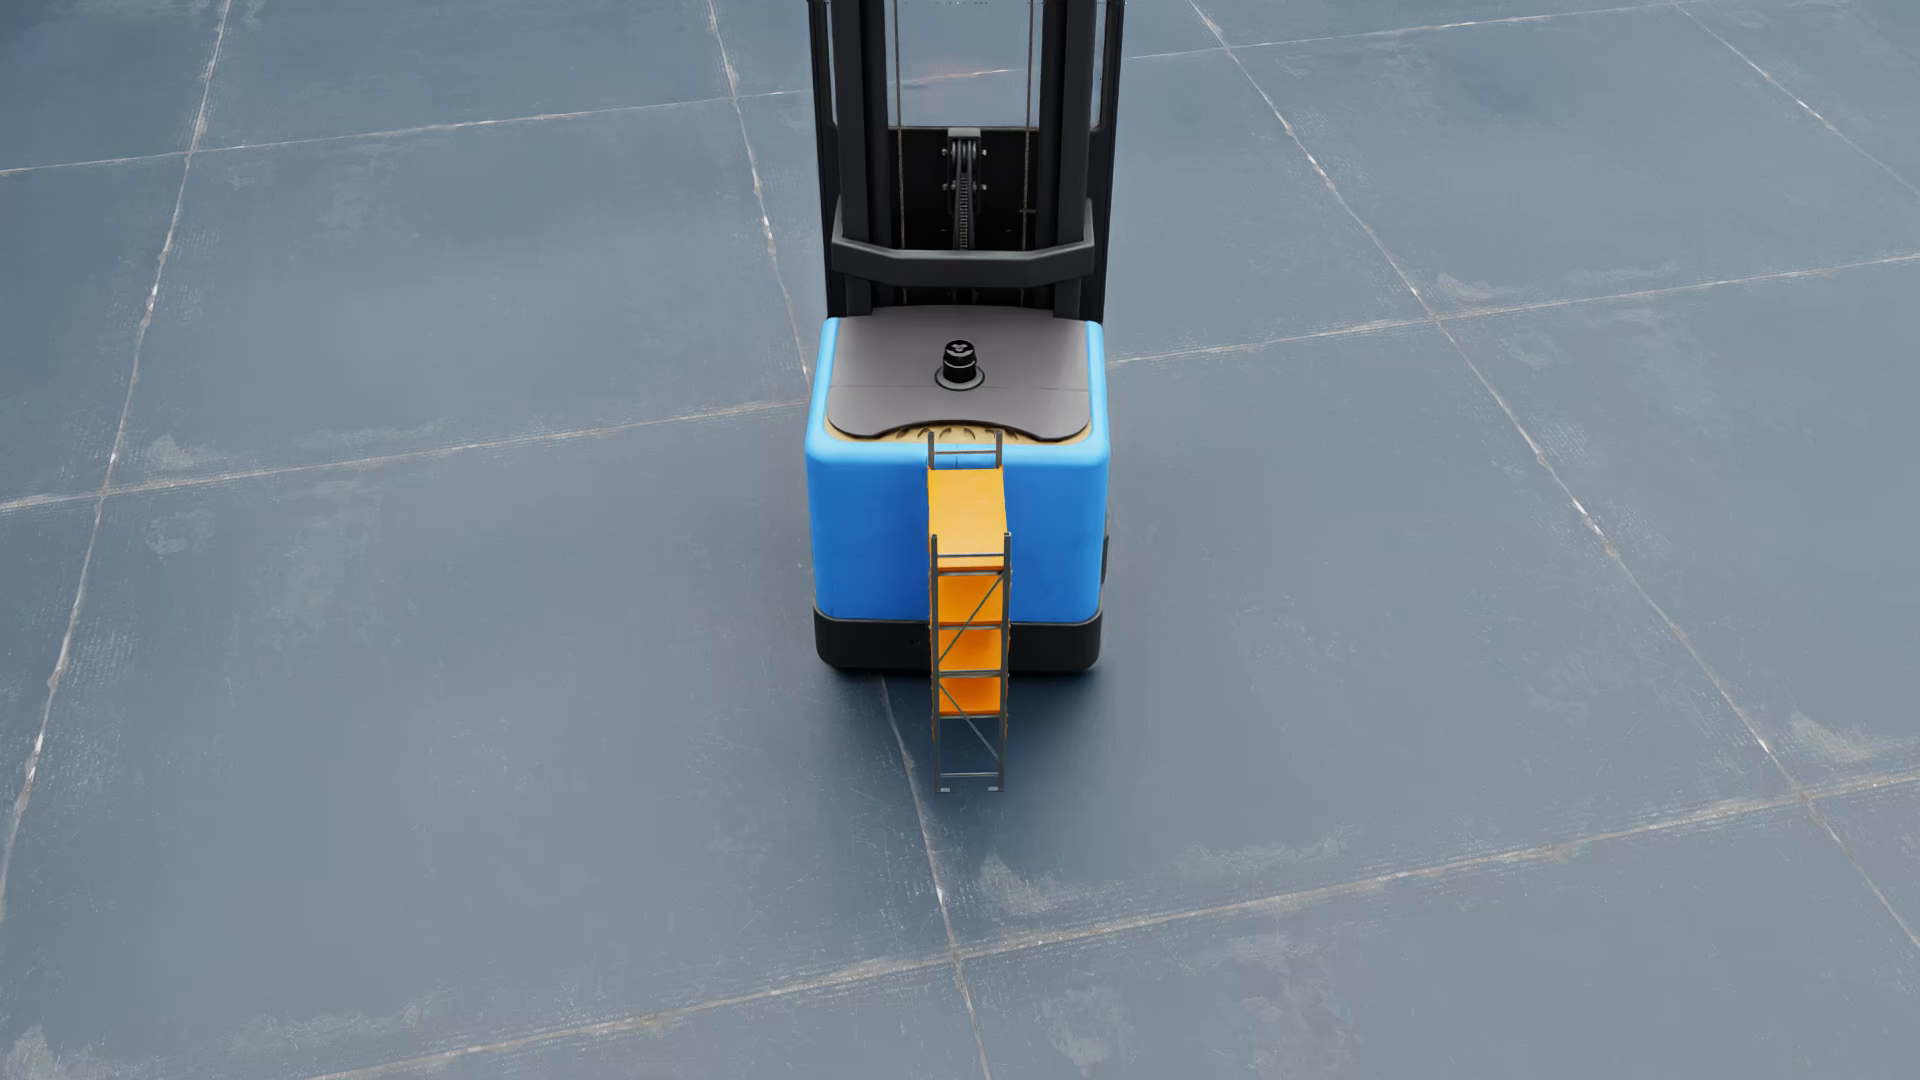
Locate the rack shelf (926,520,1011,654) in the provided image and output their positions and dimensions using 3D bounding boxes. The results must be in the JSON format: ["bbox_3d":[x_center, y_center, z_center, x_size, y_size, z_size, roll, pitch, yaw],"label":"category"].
[{"bbox_3d":[0.024,0.147,5.439,0.258,0.148,0.480,-1,43,-1],"label":"rack shelf"}]

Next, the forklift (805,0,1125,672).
[{"bbox_3d":[0.028,-1.571,6.312,1.130,2.935,3.031,1,42,1],"label":"forklift"}]

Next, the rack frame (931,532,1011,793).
[{"bbox_3d":[0.032,0.427,5.365,0.240,1.200,0.015,-1,43,-1],"label":"rack frame"}]

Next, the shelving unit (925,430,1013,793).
[{"bbox_3d":[0.024,0.262,5.545,0.258,1.200,0.503,-1,43,-1],"label":"shelving unit"}]

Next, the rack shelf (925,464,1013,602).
[{"bbox_3d":[0.024,-0.028,5.279,0.258,0.148,0.480,-1,43,-1],"label":"rack shelf"}]

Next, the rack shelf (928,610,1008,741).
[{"bbox_3d":[0.024,0.458,5.725,0.258,0.148,0.480,-1,43,-1],"label":"rack shelf"}]

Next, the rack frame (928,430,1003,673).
[{"bbox_3d":[0.016,0.097,5.724,0.240,1.200,0.015,-1,43,-1],"label":"rack frame"}]

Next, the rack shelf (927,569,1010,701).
[{"bbox_3d":[0.024,0.311,5.590,0.258,0.148,0.480,-1,43,-1],"label":"rack shelf"}]
